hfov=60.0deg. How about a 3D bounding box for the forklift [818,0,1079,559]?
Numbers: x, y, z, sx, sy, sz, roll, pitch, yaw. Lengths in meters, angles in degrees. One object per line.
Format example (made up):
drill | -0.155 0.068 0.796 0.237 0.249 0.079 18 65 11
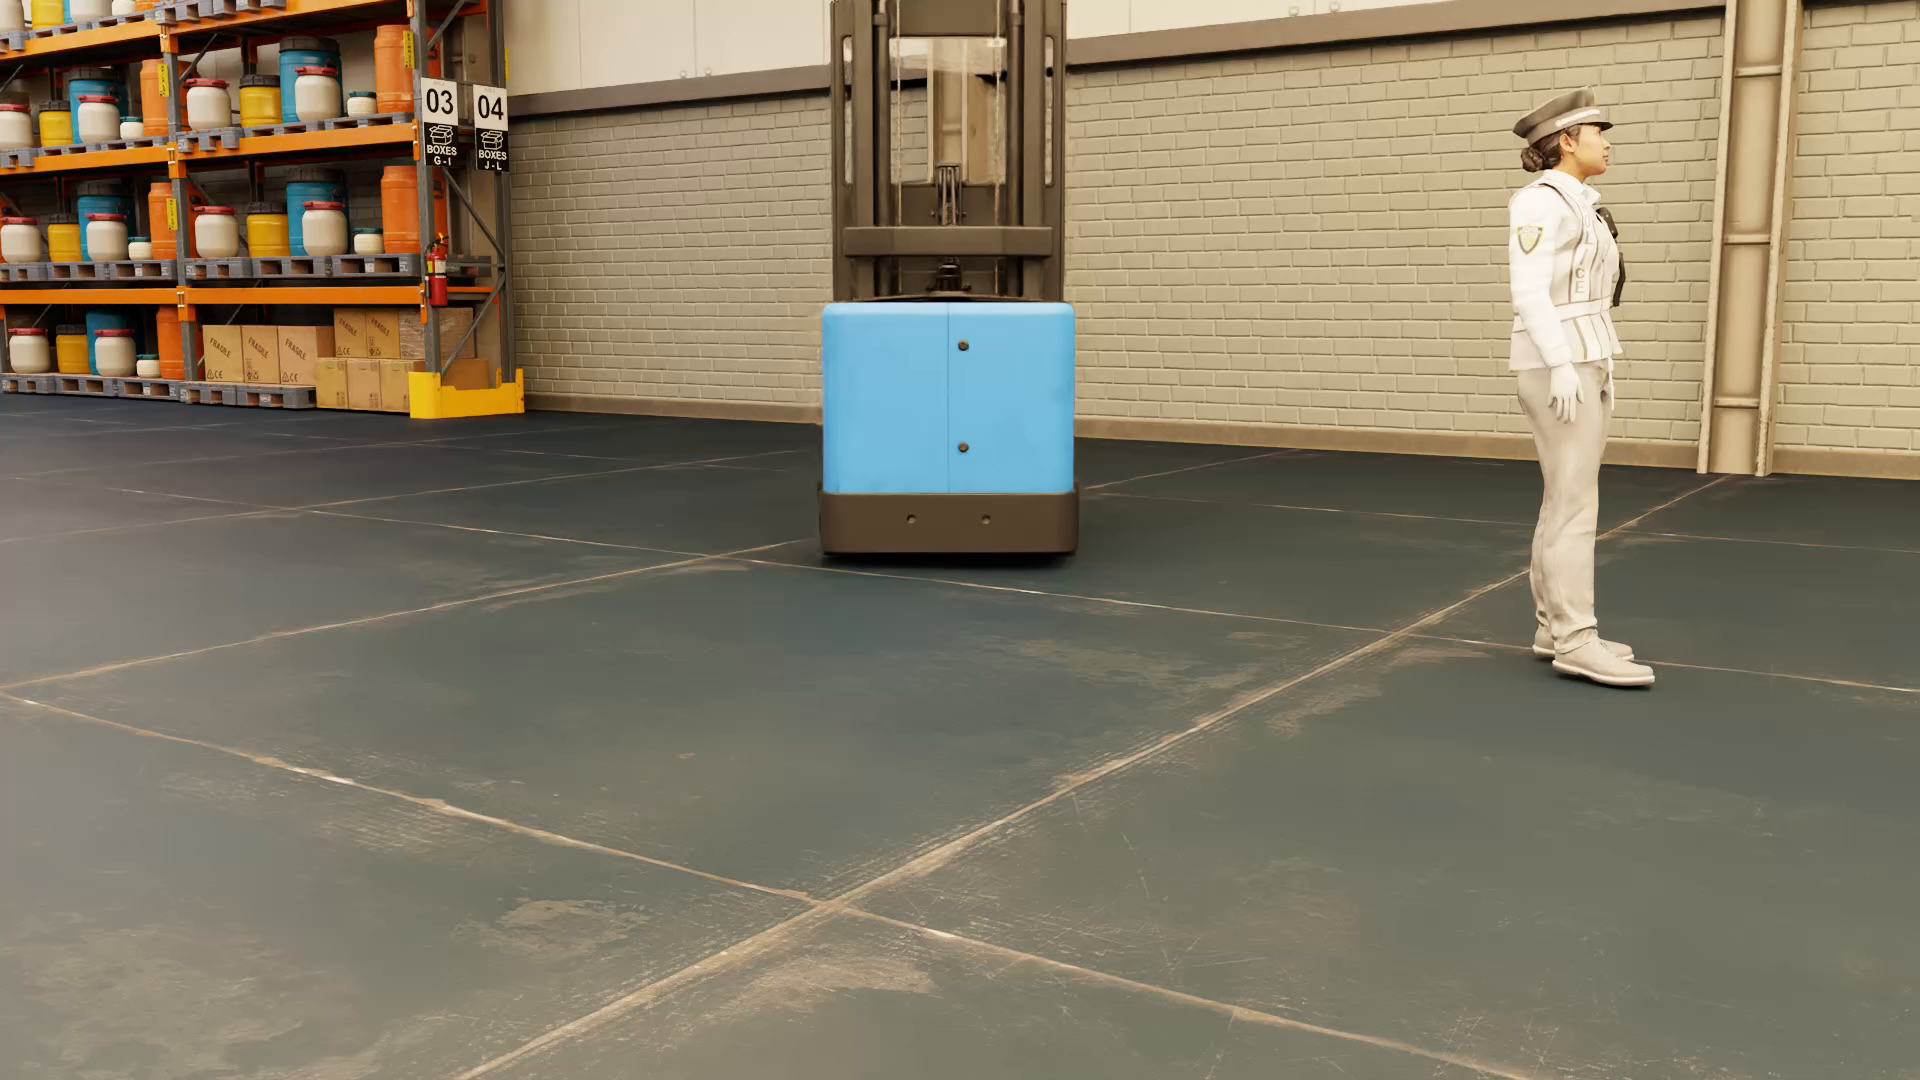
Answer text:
forklift | -0.056 -1.541 8.032 1.130 2.935 3.031 0 8 0

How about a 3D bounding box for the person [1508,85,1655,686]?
person | 1.851 -0.475 4.876 0.530 1.694 0.587 5 10 33
